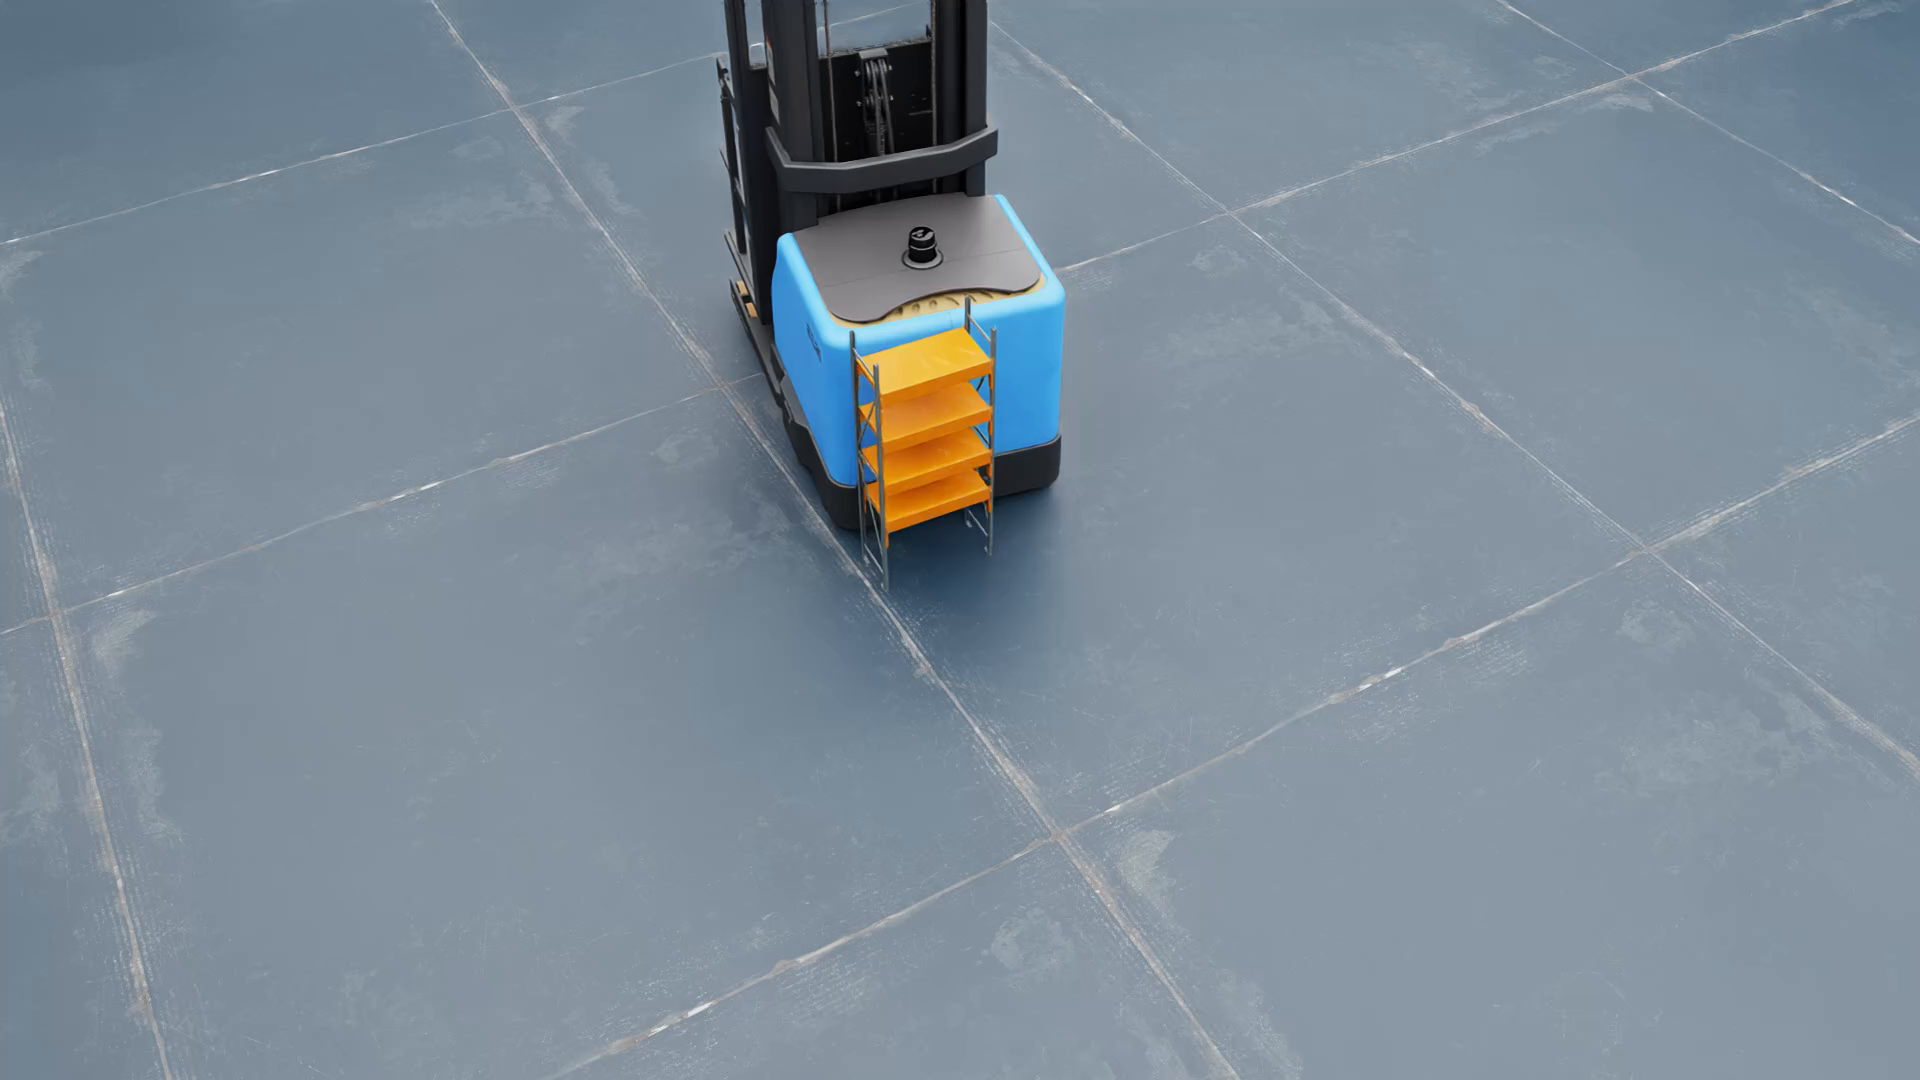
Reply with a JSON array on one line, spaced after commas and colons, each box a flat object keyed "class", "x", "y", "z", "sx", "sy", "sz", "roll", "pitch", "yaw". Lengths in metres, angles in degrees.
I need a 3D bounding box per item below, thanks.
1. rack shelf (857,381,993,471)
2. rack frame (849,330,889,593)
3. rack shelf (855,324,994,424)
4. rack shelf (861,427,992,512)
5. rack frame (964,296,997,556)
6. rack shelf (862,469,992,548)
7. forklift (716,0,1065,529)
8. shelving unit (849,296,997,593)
[{"class": "rack shelf", "x": -0.140, "y": -0.475, "z": 6.582, "sx": 0.480, "sy": 0.148, "sz": 0.258, "roll": -19, "pitch": 47, "yaw": -19}, {"class": "rack frame", "x": -0.358, "y": -0.287, "z": 6.613, "sx": 0.015, "sy": 1.200, "sz": 0.240, "roll": -19, "pitch": 47, "yaw": -19}, {"class": "rack shelf", "x": -0.140, "y": -0.644, "z": 6.418, "sx": 0.480, "sy": 0.148, "sz": 0.258, "roll": -19, "pitch": 47, "yaw": -19}, {"class": "rack shelf", "x": -0.140, "y": -0.314, "z": 6.738, "sx": 0.480, "sy": 0.148, "sz": 0.258, "roll": -19, "pitch": 47, "yaw": -19}, {"class": "rack frame", "x": 0.079, "y": -0.438, "z": 6.769, "sx": 0.015, "sy": 1.200, "sz": 0.240, "roll": -19, "pitch": 47, "yaw": -19}, {"class": "rack shelf", "x": -0.140, "y": -0.172, "z": 6.876, "sx": 0.480, "sy": 0.148, "sz": 0.258, "roll": -19, "pitch": 47, "yaw": -19}, {"class": "forklift", "x": -0.510, "y": -2.143, "z": 7.283, "sx": 1.130, "sy": 2.935, "sz": 3.031, "roll": -13, "pitch": 46, "yaw": -13}, {"class": "shelving unit", "x": -0.140, "y": -0.362, "z": 6.691, "sx": 0.503, "sy": 1.200, "sz": 0.258, "roll": -19, "pitch": 47, "yaw": -19}]
